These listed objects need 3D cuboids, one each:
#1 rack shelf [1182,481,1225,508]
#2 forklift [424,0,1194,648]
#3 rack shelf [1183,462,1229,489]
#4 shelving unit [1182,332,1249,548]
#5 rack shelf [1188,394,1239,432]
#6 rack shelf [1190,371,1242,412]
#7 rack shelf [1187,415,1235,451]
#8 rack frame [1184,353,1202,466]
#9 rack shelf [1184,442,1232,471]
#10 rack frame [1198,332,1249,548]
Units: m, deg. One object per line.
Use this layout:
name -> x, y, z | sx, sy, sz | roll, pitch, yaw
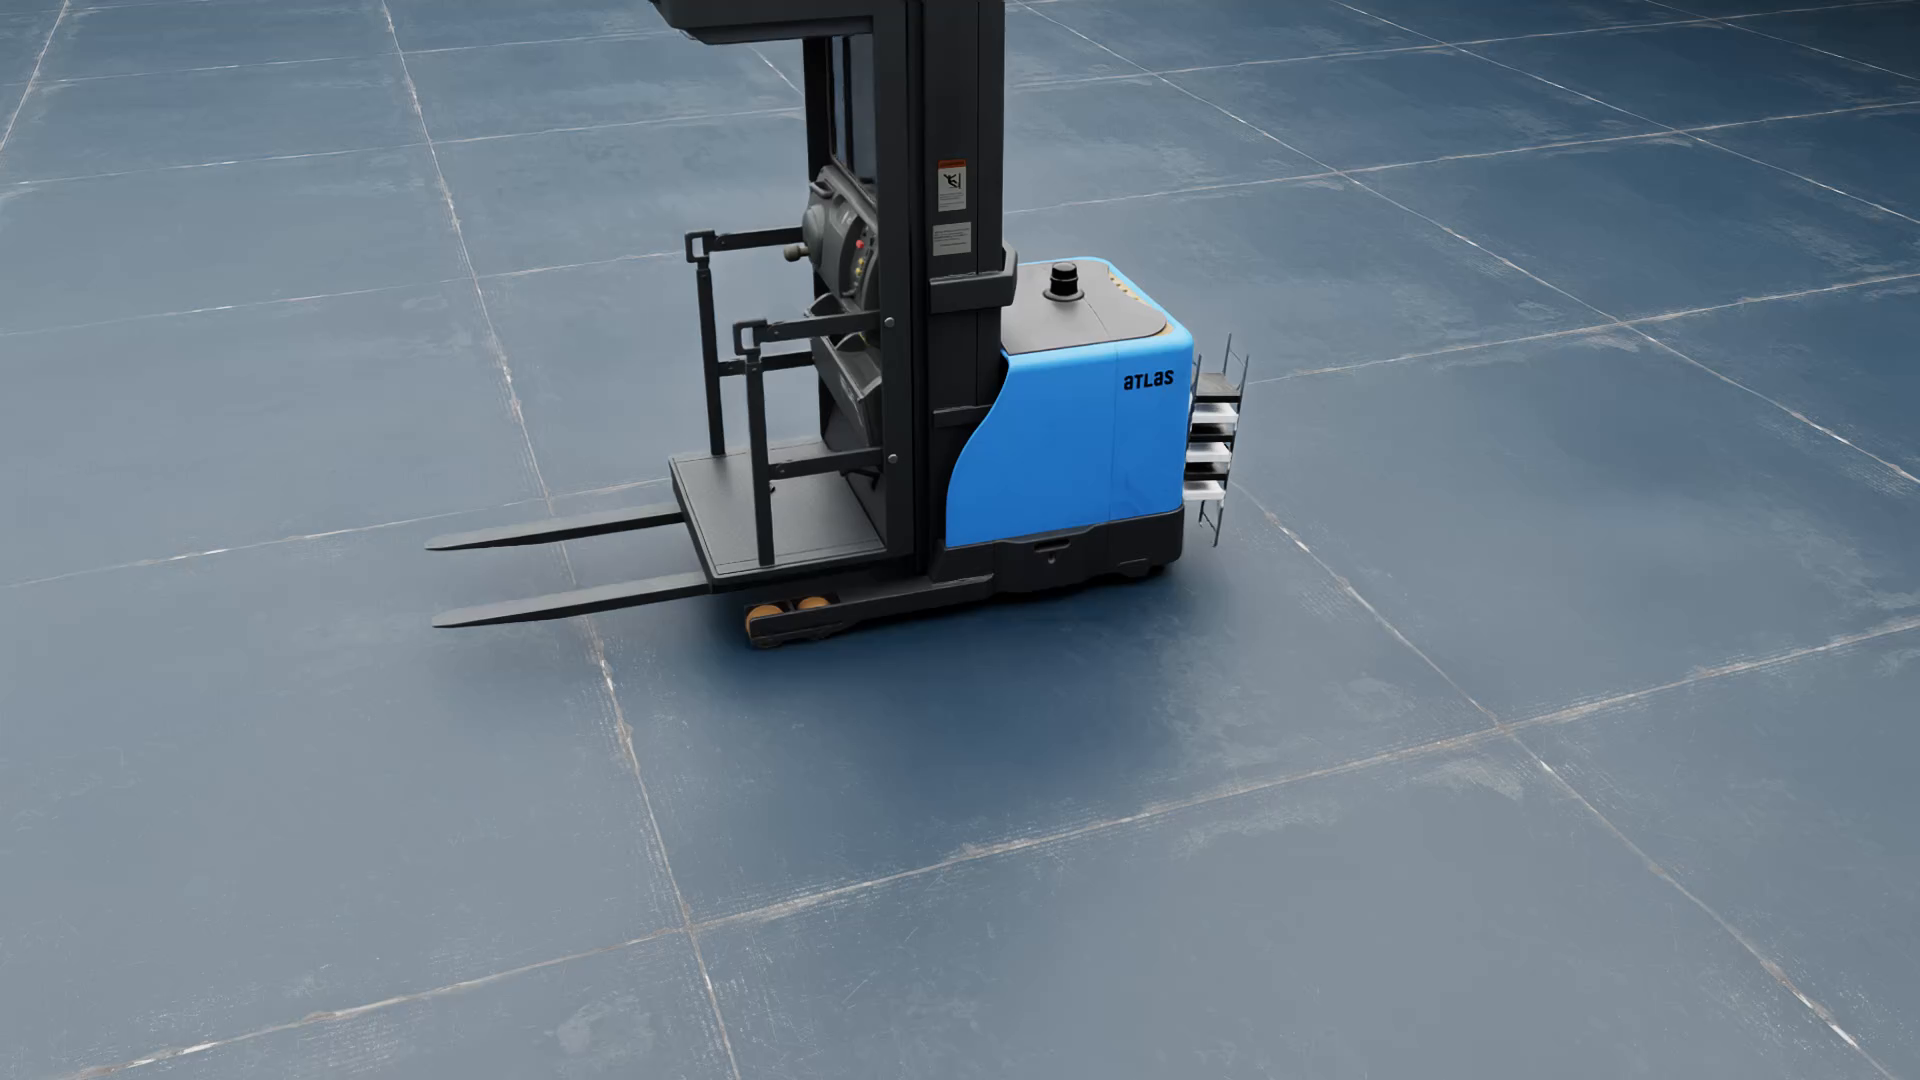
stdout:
rack shelf -> 1.003, -0.229, 7.159 | 0.200, 0.077, 0.258 | -2, 29, -11
forklift -> -0.641, -1.144, 6.297 | 3.031, 2.935, 1.130 | -9, 31, -16
rack shelf -> 1.010, -0.308, 7.116 | 0.200, 0.077, 0.258 | -2, 29, -11
shelving unit -> 1.019, -0.415, 7.056 | 0.210, 0.900, 0.258 | -2, 29, -11
rack shelf -> 1.029, -0.543, 6.986 | 0.200, 0.077, 0.258 | -2, 29, -11
rack shelf -> 1.036, -0.622, 6.942 | 0.200, 0.077, 0.258 | -2, 29, -11
rack shelf -> 1.023, -0.465, 7.029 | 0.200, 0.077, 0.258 | -2, 29, -11
rack frame -> 0.919, -0.413, 7.036 | 0.006, 0.900, 0.240 | -2, 29, -11
rack shelf -> 1.016, -0.386, 7.072 | 0.200, 0.077, 0.258 | -2, 29, -11
rack frame -> 1.118, -0.418, 7.077 | 0.006, 0.900, 0.240 | -2, 29, -11
